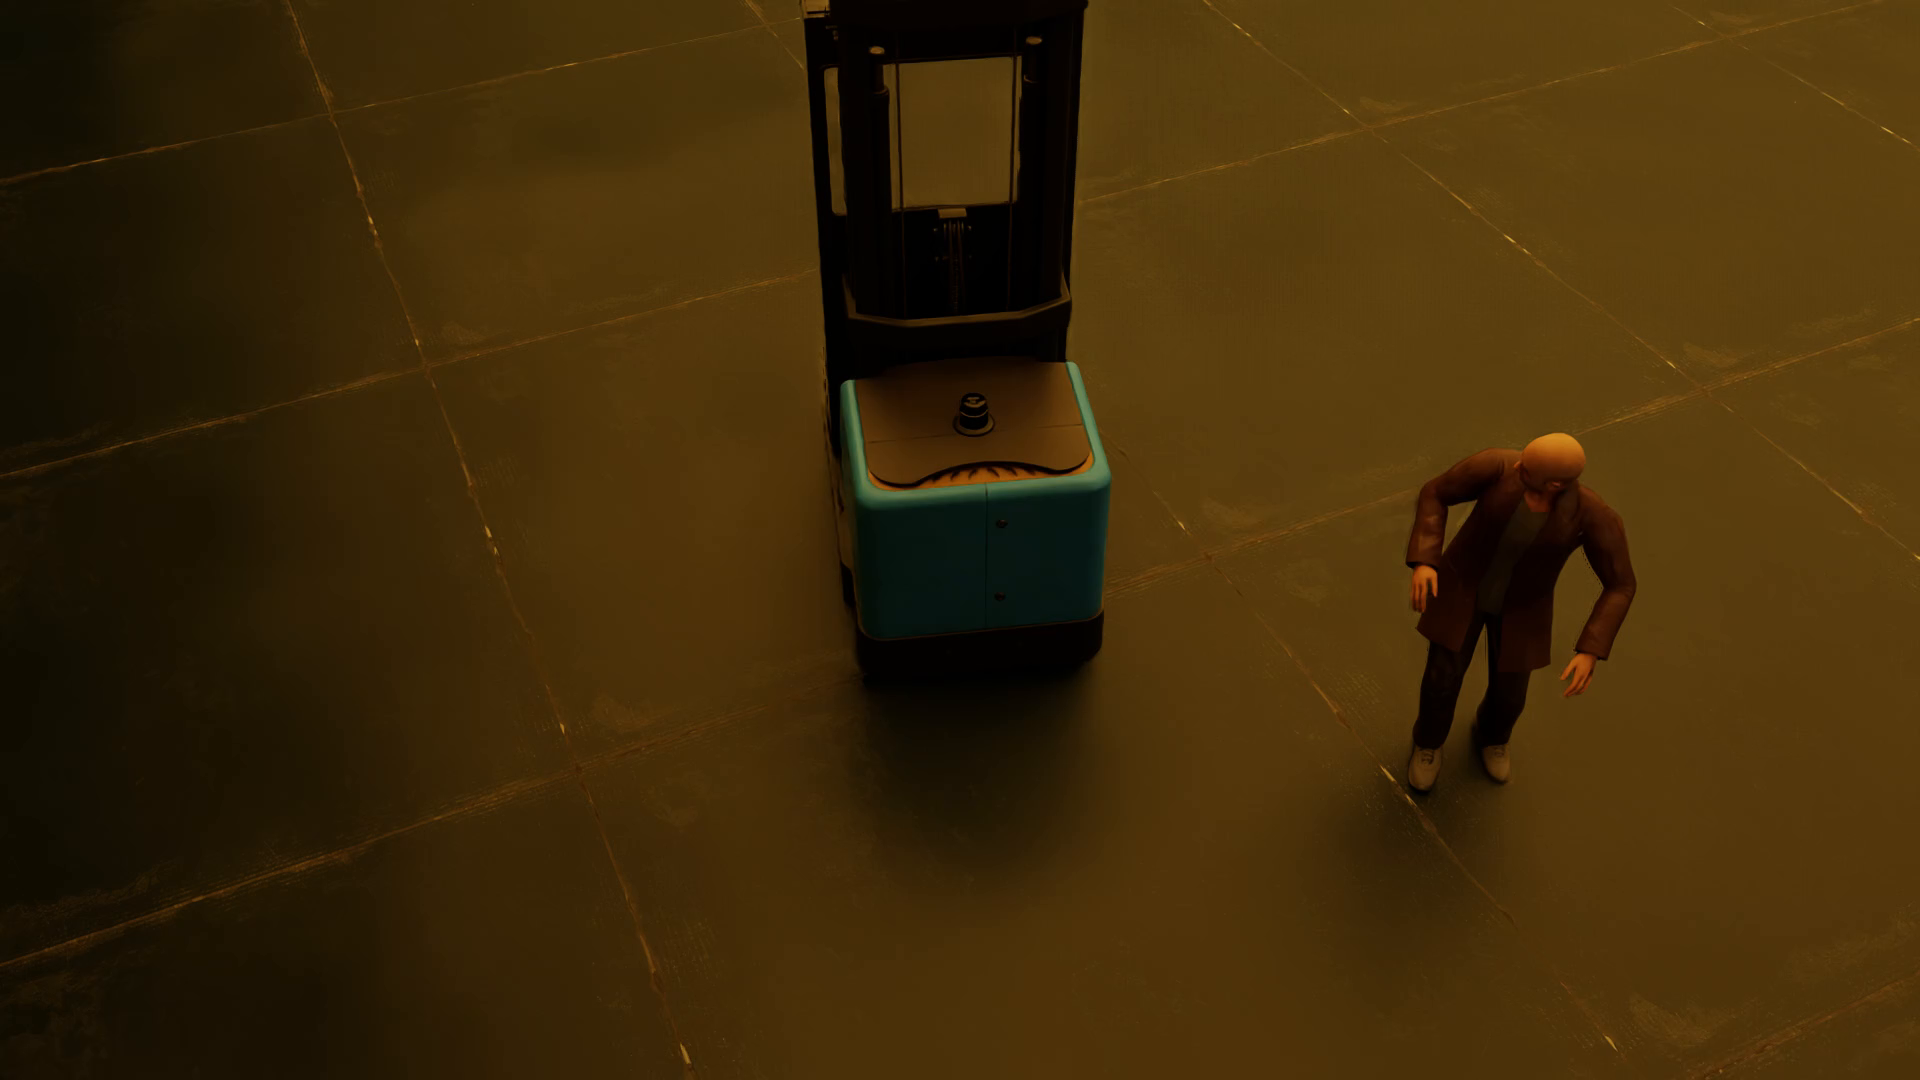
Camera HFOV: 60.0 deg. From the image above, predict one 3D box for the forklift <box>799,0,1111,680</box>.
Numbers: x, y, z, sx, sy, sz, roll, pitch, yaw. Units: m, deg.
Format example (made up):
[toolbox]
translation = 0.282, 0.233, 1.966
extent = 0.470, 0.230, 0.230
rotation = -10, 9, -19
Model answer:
[forklift]
translation = -0.097, -1.487, 7.273
extent = 1.130, 2.935, 3.031
rotation = -5, 43, -6

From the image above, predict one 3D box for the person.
[person]
translation = 2.049, 0.288, 6.292
extent = 0.830, 1.723, 0.576
rotation = 18, 46, 18
